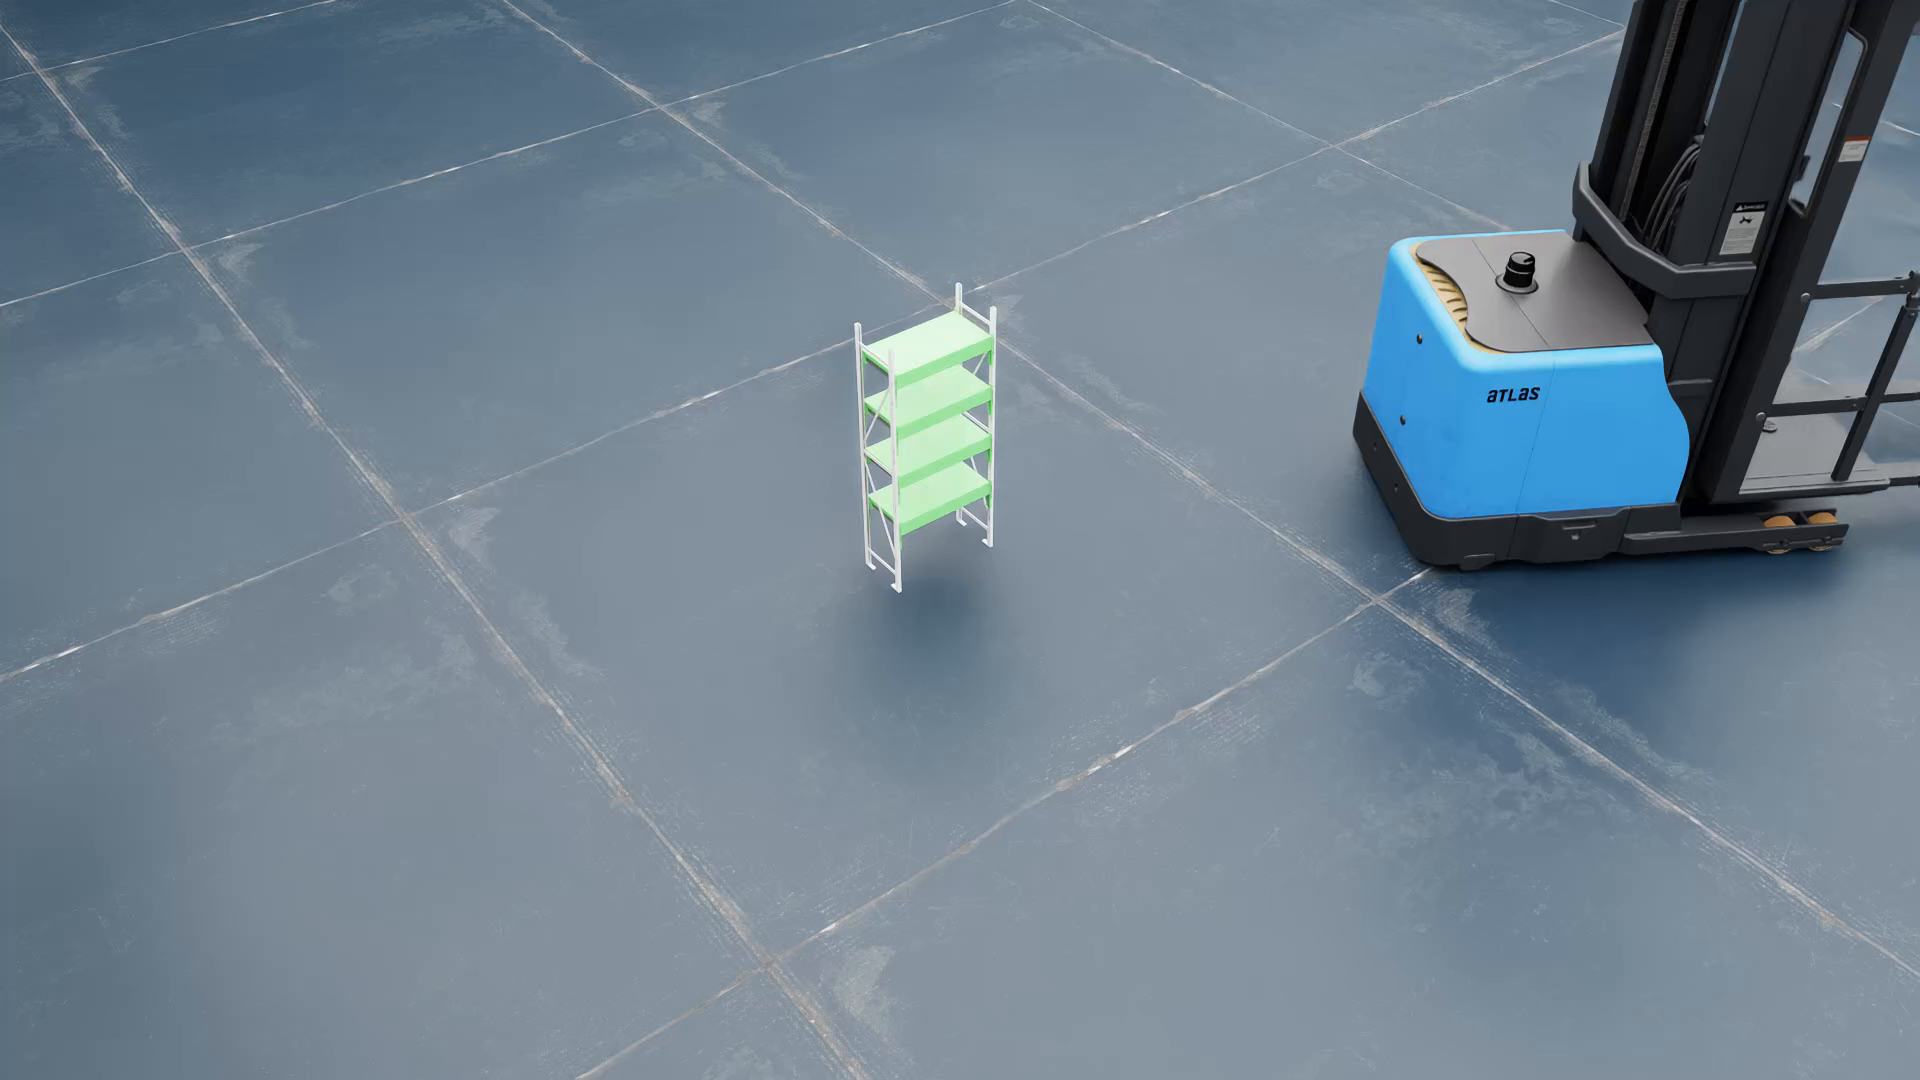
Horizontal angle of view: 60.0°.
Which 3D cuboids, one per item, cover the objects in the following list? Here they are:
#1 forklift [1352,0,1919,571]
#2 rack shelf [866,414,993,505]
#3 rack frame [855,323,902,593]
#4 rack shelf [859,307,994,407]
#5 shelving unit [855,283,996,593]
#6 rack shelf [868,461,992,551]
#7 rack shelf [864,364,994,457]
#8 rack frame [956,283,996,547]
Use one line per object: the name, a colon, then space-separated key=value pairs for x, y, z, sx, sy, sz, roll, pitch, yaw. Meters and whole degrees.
forklift: x=3.379 y=-1.403 z=6.650 sx=3.031 sy=2.935 sz=1.130 roll=-4 pitch=40 yaw=-5
rack shelf: x=-0.131 y=-0.351 z=6.832 sx=0.480 sy=0.148 sz=0.258 roll=-26 pitch=46 yaw=-28
rack frame: x=-0.325 y=-0.306 z=6.677 sx=0.015 sy=1.200 sz=0.240 roll=-26 pitch=46 yaw=-28
rack shelf: x=-0.131 y=-0.722 z=6.528 sx=0.480 sy=0.148 sz=0.258 roll=-26 pitch=46 yaw=-28
shelving unit: x=-0.131 y=-0.400 z=6.791 sx=0.503 sy=1.200 sz=0.258 roll=-26 pitch=46 yaw=-28
rack shelf: x=-0.131 y=-0.165 z=6.984 sx=0.480 sy=0.148 sz=0.258 roll=-26 pitch=46 yaw=-28
rack shelf: x=-0.131 y=-0.536 z=6.680 sx=0.480 sy=0.148 sz=0.258 roll=-26 pitch=46 yaw=-28
rack frame: x=0.062 y=-0.494 z=6.906 sx=0.015 sy=1.200 sz=0.240 roll=-26 pitch=46 yaw=-28
